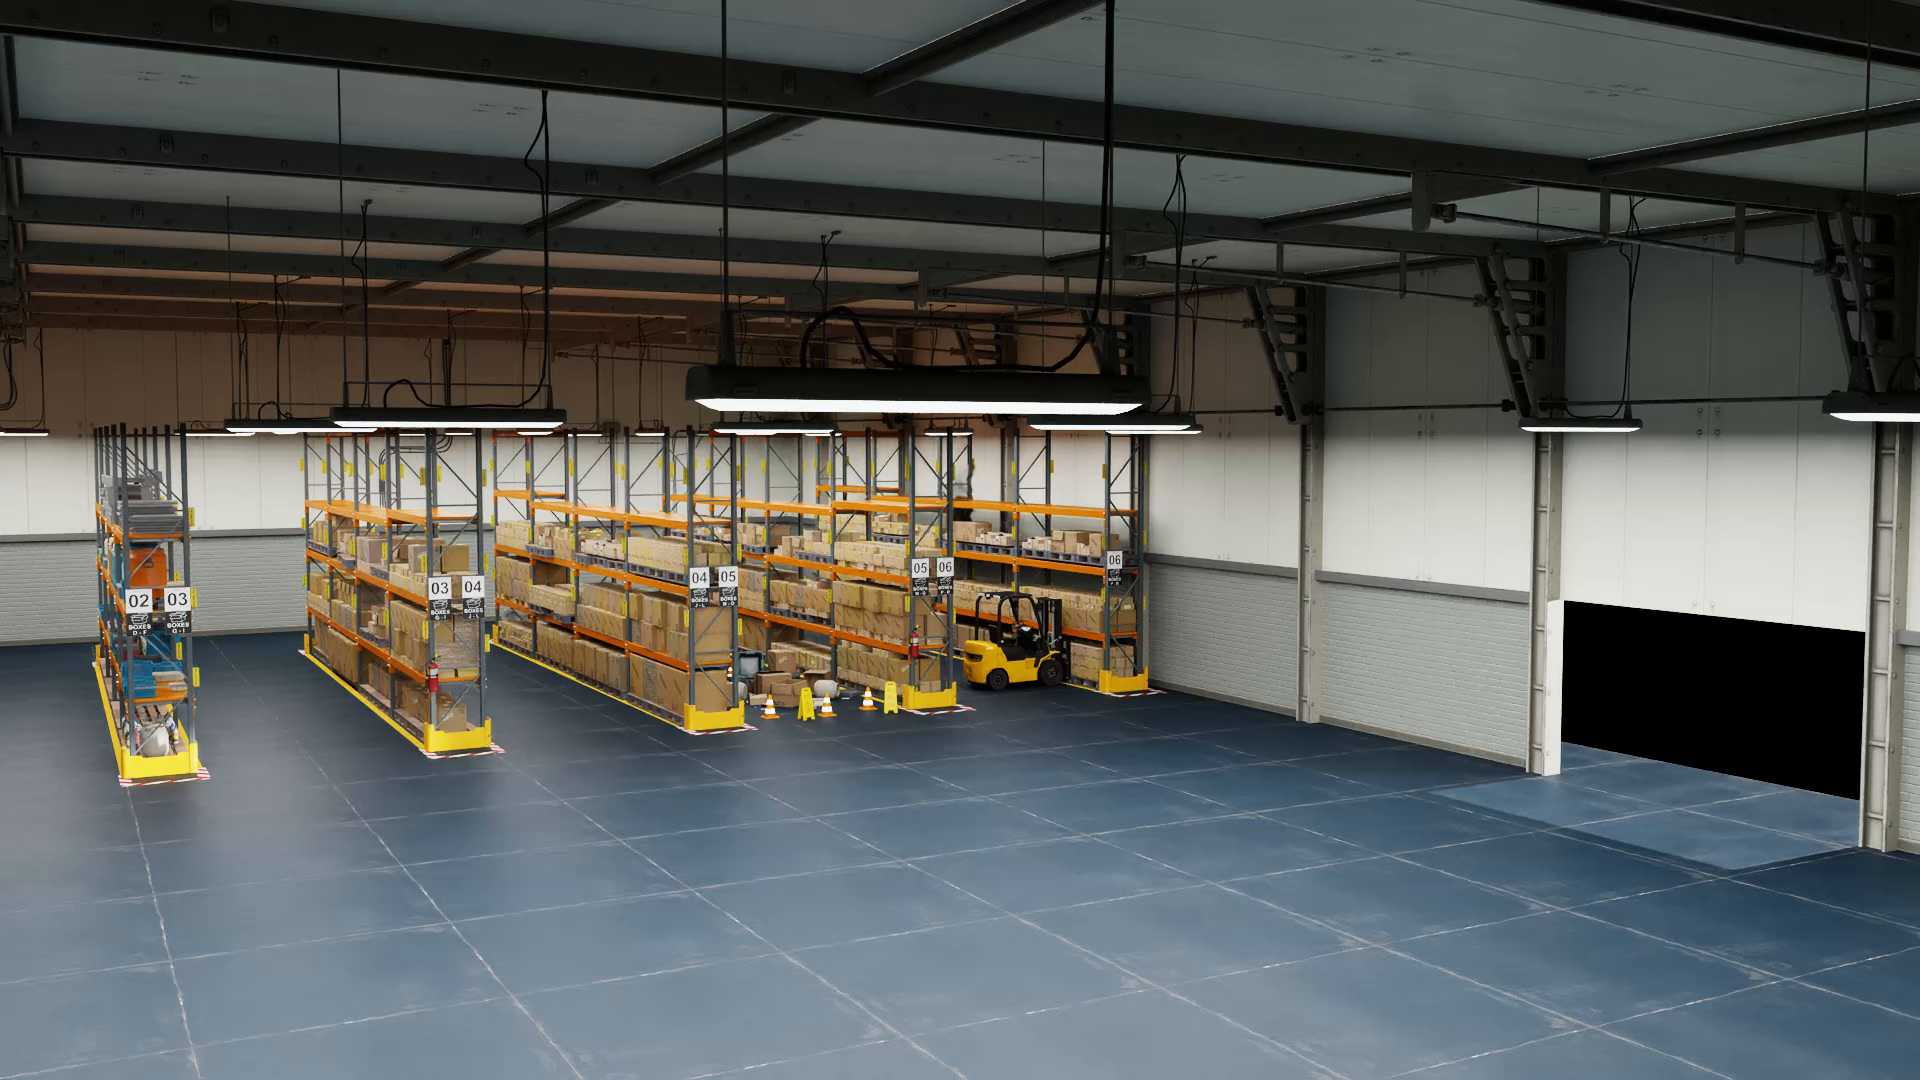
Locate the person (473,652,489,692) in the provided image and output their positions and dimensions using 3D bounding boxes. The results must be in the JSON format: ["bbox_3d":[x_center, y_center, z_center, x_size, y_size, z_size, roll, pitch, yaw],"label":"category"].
[{"bbox_3d":[-10.902,2.671,37.676,0.537,1.558,0.545,-3,4,-37],"label":"person"}]

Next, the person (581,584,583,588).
[{"bbox_3d":[-10.590,2.061,46.981,0.619,1.646,0.586,-2,4,-30],"label":"person"}]

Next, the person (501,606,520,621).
[{"bbox_3d":[-13.095,1.922,48.342,0.797,1.783,0.716,1,4,14],"label":"person"}]
